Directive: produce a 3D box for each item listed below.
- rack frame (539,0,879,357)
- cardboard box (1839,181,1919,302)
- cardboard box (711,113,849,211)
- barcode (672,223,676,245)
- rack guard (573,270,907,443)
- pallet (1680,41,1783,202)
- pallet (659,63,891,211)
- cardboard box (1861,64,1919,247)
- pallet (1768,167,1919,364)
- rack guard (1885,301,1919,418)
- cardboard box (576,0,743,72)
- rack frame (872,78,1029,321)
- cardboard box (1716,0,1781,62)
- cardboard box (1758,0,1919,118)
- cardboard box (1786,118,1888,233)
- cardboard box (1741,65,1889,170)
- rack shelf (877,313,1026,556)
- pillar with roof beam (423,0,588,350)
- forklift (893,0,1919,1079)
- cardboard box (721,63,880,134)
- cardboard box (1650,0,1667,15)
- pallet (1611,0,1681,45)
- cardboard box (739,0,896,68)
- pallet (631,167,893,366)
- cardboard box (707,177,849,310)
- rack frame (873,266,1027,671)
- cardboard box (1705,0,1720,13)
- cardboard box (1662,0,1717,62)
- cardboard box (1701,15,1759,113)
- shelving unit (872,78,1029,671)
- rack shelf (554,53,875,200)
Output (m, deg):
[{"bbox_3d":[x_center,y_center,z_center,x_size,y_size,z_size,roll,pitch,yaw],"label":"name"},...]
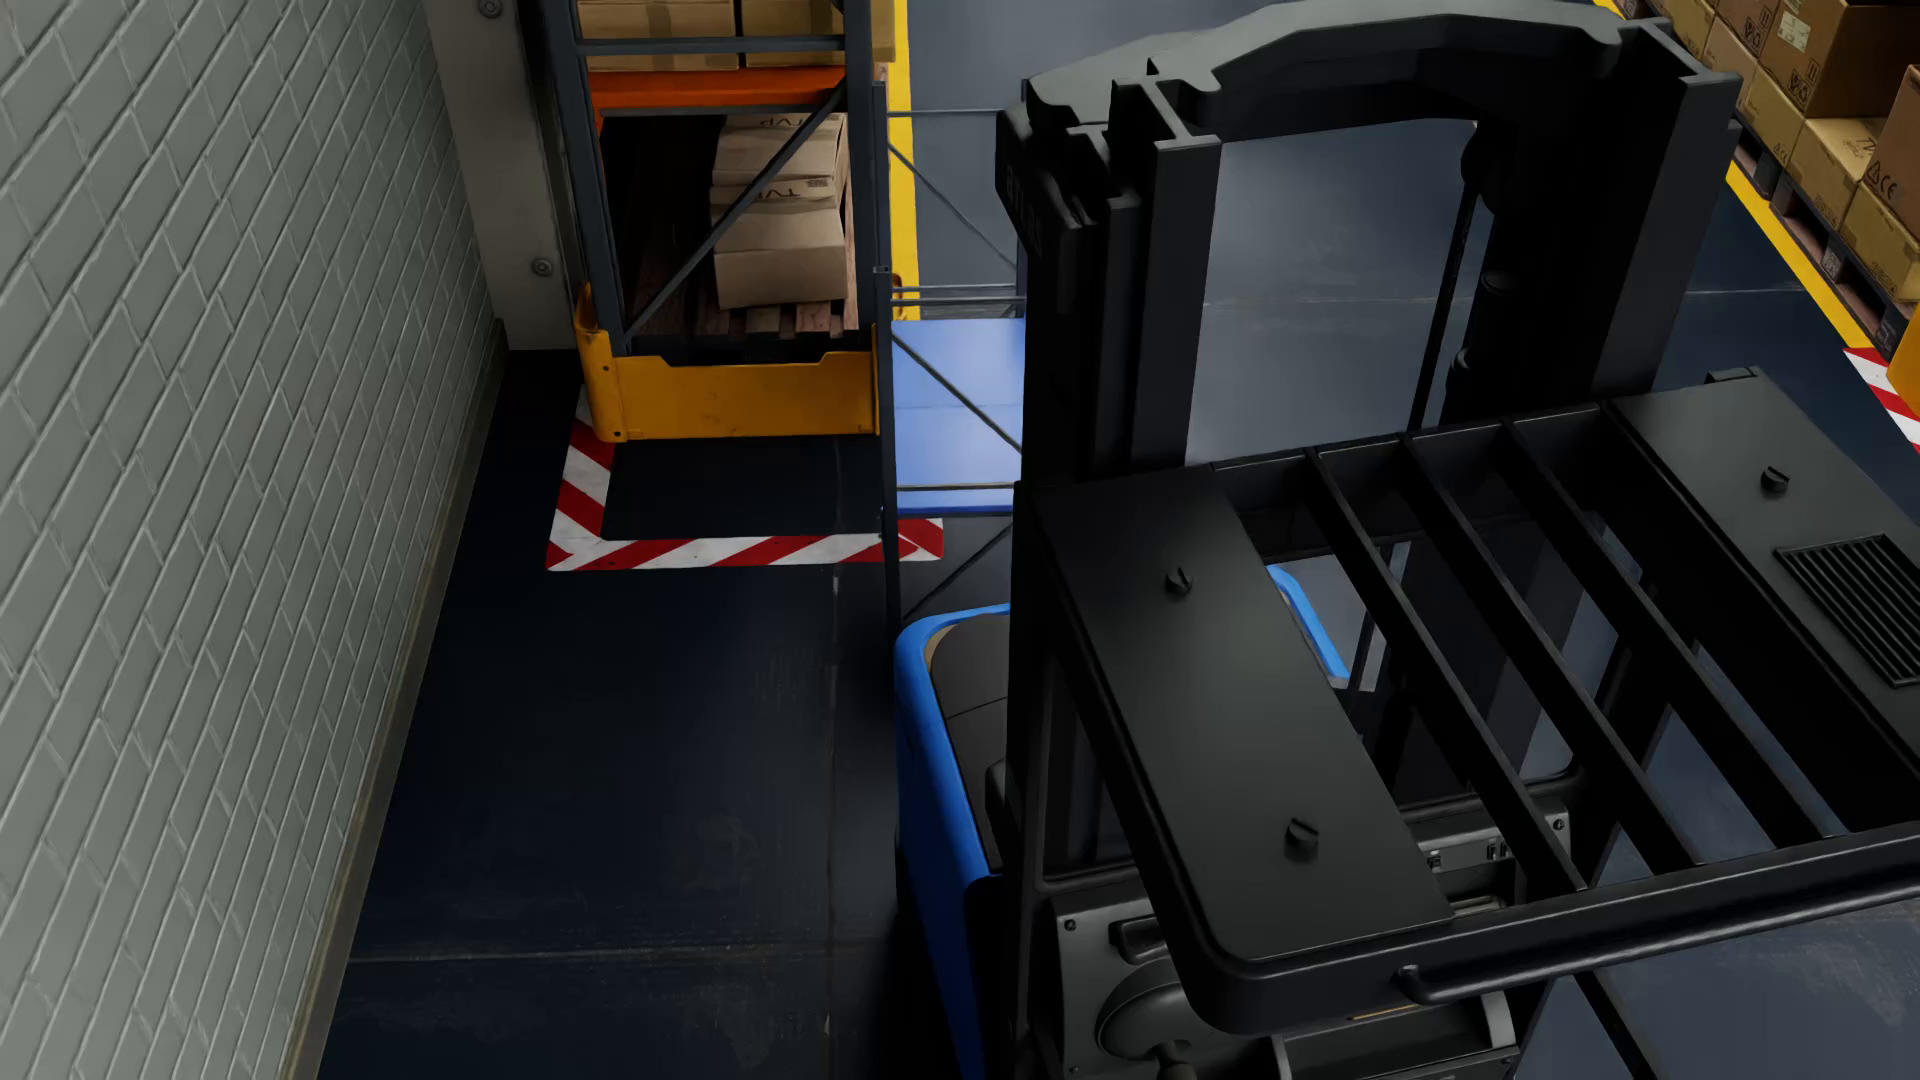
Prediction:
[{"bbox_3d":[-0.776,-1.546,5.216,1.000,3.000,0.127,-2,43,-2],"label":"rack frame"},{"bbox_3d":[3.855,-1.185,6.547,0.500,0.250,0.500,-2,43,-2],"label":"cardboard box"},{"bbox_3d":[-0.740,-1.571,6.909,0.500,0.311,0.500,2,43,2],"label":"cardboard box"},{"bbox_3d":[-1.116,-1.191,6.486,0.001,0.075,0.075,-2,43,-2],"label":"barcode"},{"bbox_3d":[-0.780,-0.676,6.117,1.175,0.500,0.348,-2,43,-2],"label":"rack guard"},{"bbox_3d":[4.050,-1.999,7.775,1.003,0.211,1.213,-2,43,-2],"label":"pallet"},{"bbox_3d":[-0.828,-1.940,7.710,1.003,0.211,1.213,-2,43,-2],"label":"pallet"},{"bbox_3d":[3.853,-1.462,6.294,0.500,0.500,0.500,-2,43,-2],"label":"cardboard box"},{"bbox_3d":[4.098,-1.178,6.878,1.003,0.211,1.213,-2,43,-2],"label":"pallet"},{"bbox_3d":[4.174,-0.753,6.201,1.175,0.500,0.348,-2,43,-2],"label":"rack guard"},{"bbox_3d":[-0.990,-1.808,5.599,0.500,0.250,0.500,-1,43,-1],"label":"cardboard box"},{"bbox_3d":[-0.018,-0.838,5.555,0.500,1.500,0.032,-2,43,-2],"label":"rack frame"},{"bbox_3d":[3.776,-2.474,7.398,0.500,0.500,0.500,-2,43,-2],"label":"cardboard box"},{"bbox_3d":[3.796,-2.136,7.030,0.500,0.500,0.500,-2,43,-2],"label":"cardboard box"},{"bbox_3d":[3.822,-1.522,6.915,0.500,0.250,0.500,-2,43,-2],"label":"cardboard box"},{"bbox_3d":[3.798,-1.860,7.283,0.500,0.250,0.500,-2,43,-2],"label":"cardboard box"},{"bbox_3d":[0.004,-0.363,5.302,0.538,0.185,1.000,-2,43,-2],"label":"rack shelf"},{"bbox_3d":[2.631,-4.329,3.813,9.100,9.000,0.400,-2,43,-2],"label":"pillar with roof beam"},{"bbox_3d":[0.667,0.796,2.712,1.130,2.935,3.031,-9,43,-10],"label":"forklift"},{"bbox_3d":[-0.721,-2.138,7.387,0.700,0.500,0.500,-4,43,-4],"label":"cardboard box"},{"bbox_3d":[3.736,-2.873,8.388,0.500,0.250,0.500,-2,43,-2],"label":"cardboard box"},{"bbox_3d":[3.995,-2.825,8.675,1.003,0.211,1.213,-2,43,-2],"label":"pallet"},{"bbox_3d":[-0.480,-1.836,5.630,0.500,0.250,0.500,-3,43,-3],"label":"cardboard box"},{"bbox_3d":[-0.779,-1.119,6.814,1.003,0.211,1.213,-2,43,-2],"label":"pallet"},{"bbox_3d":[-0.716,-1.186,6.489,0.500,0.311,0.500,-6,43,-7],"label":"cardboard box"},{"bbox_3d":[0.025,-0.152,4.806,0.500,1.500,0.032,-2,43,-2],"label":"rack frame"},{"bbox_3d":[3.752,-2.811,7.766,0.500,0.500,0.500,-2,43,-2],"label":"cardboard box"},{"bbox_3d":[3.752,-2.535,8.020,0.500,0.250,0.500,-2,43,-2],"label":"cardboard box"},{"bbox_3d":[3.779,-2.197,7.652,0.500,0.250,0.500,-2,43,-2],"label":"cardboard box"},{"bbox_3d":[0.004,-0.495,5.180,0.538,1.500,1.048,-2,43,-2],"label":"shelving unit"},{"bbox_3d":[-0.861,-2.631,6.933,1.077,0.370,4.000,-2,43,-2],"label":"rack shelf"}]
